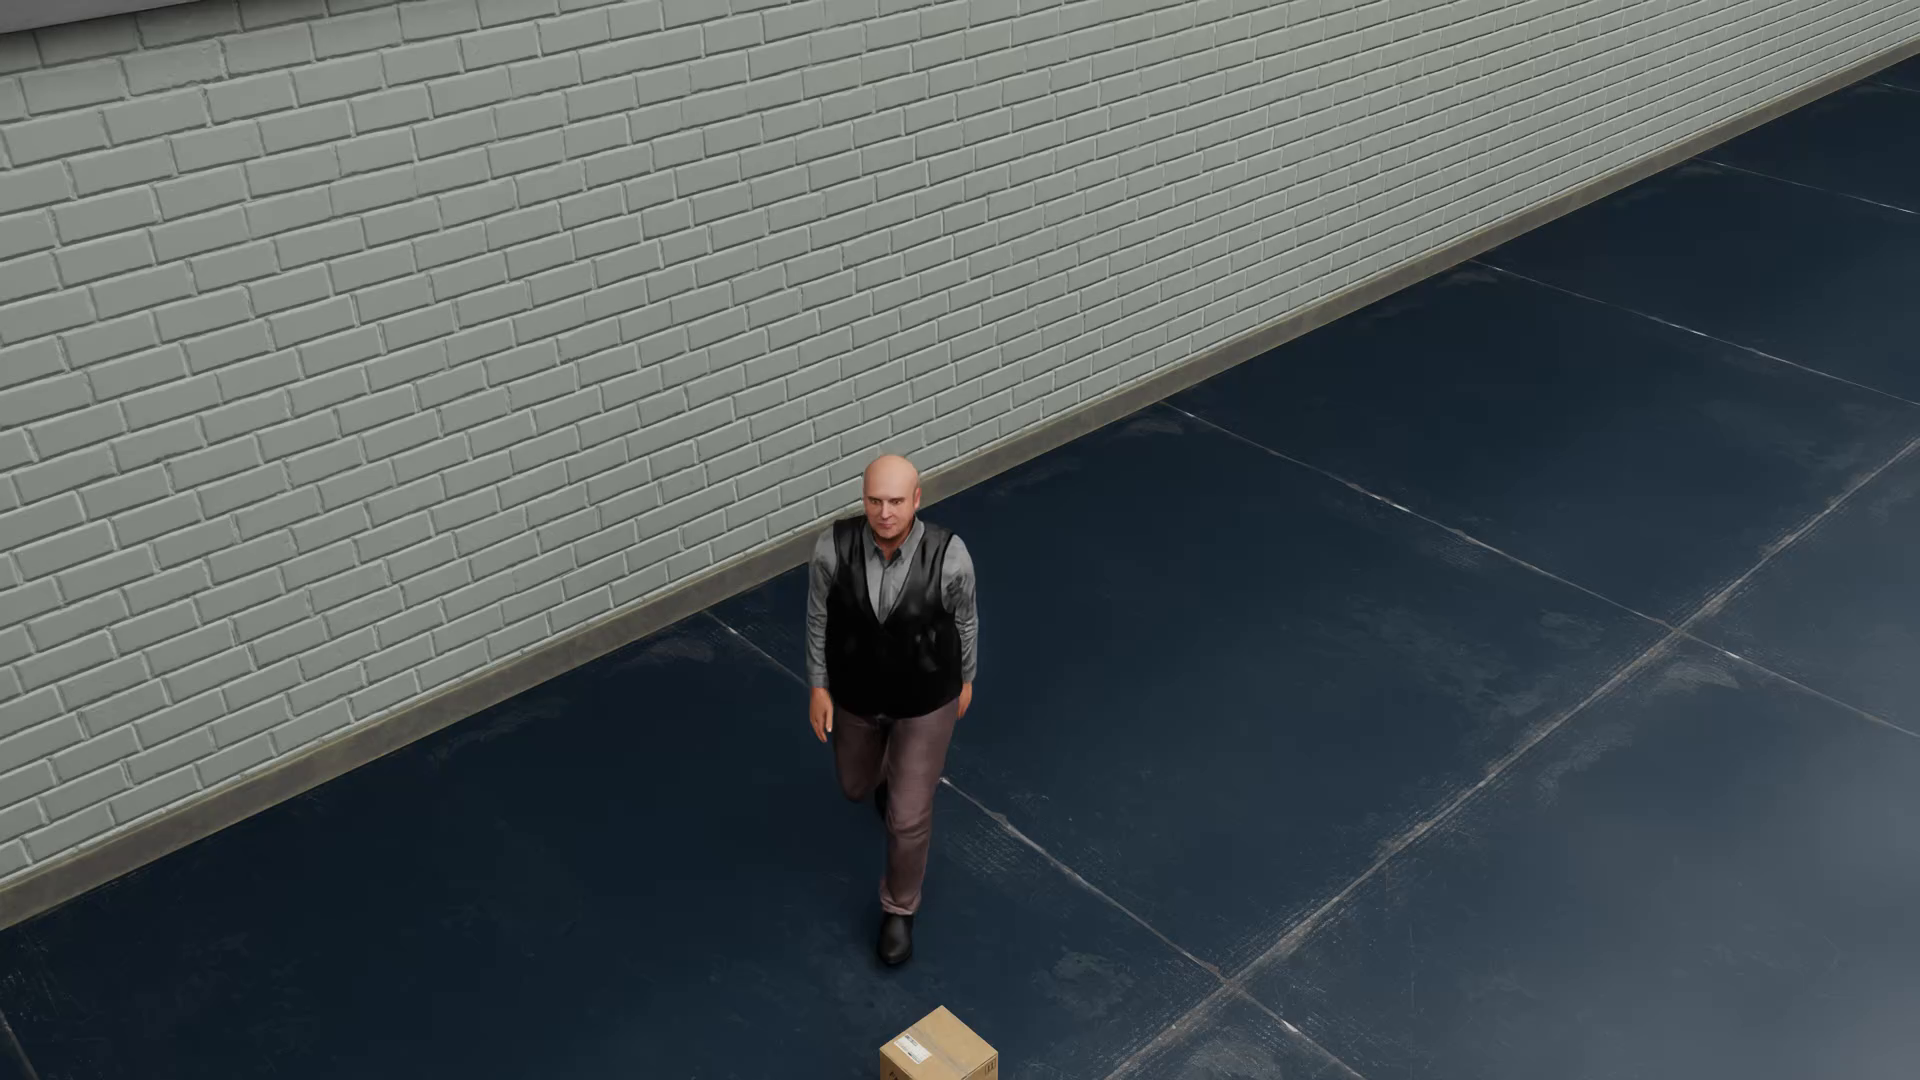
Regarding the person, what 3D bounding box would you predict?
[{"bbox_3d":[-0.216,0.470,5.397,0.539,1.692,0.900,6,32,10],"label":"person"}]
